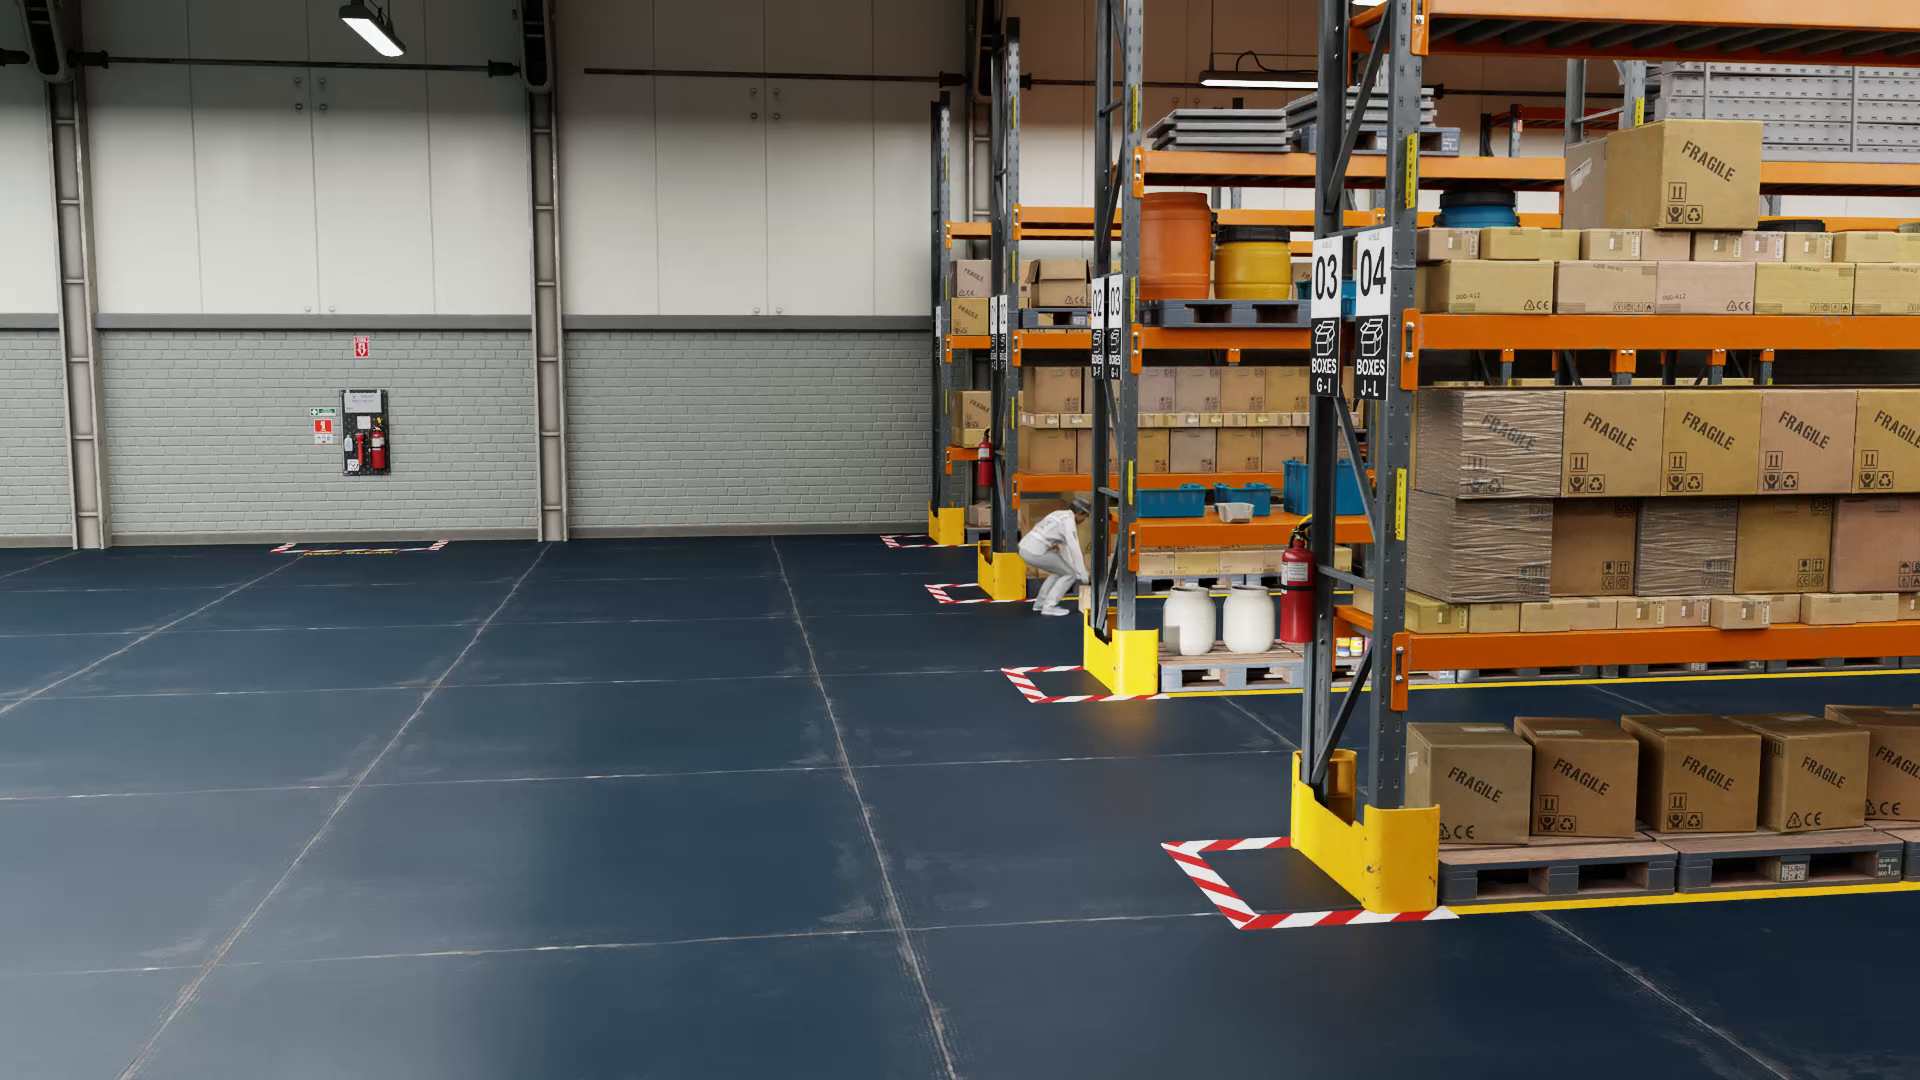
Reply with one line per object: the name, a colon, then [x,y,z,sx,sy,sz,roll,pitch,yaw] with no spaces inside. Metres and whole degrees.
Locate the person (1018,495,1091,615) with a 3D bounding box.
person: [0.977,0.147,16.698,0.796,1.180,0.522,-1,7,-11]
